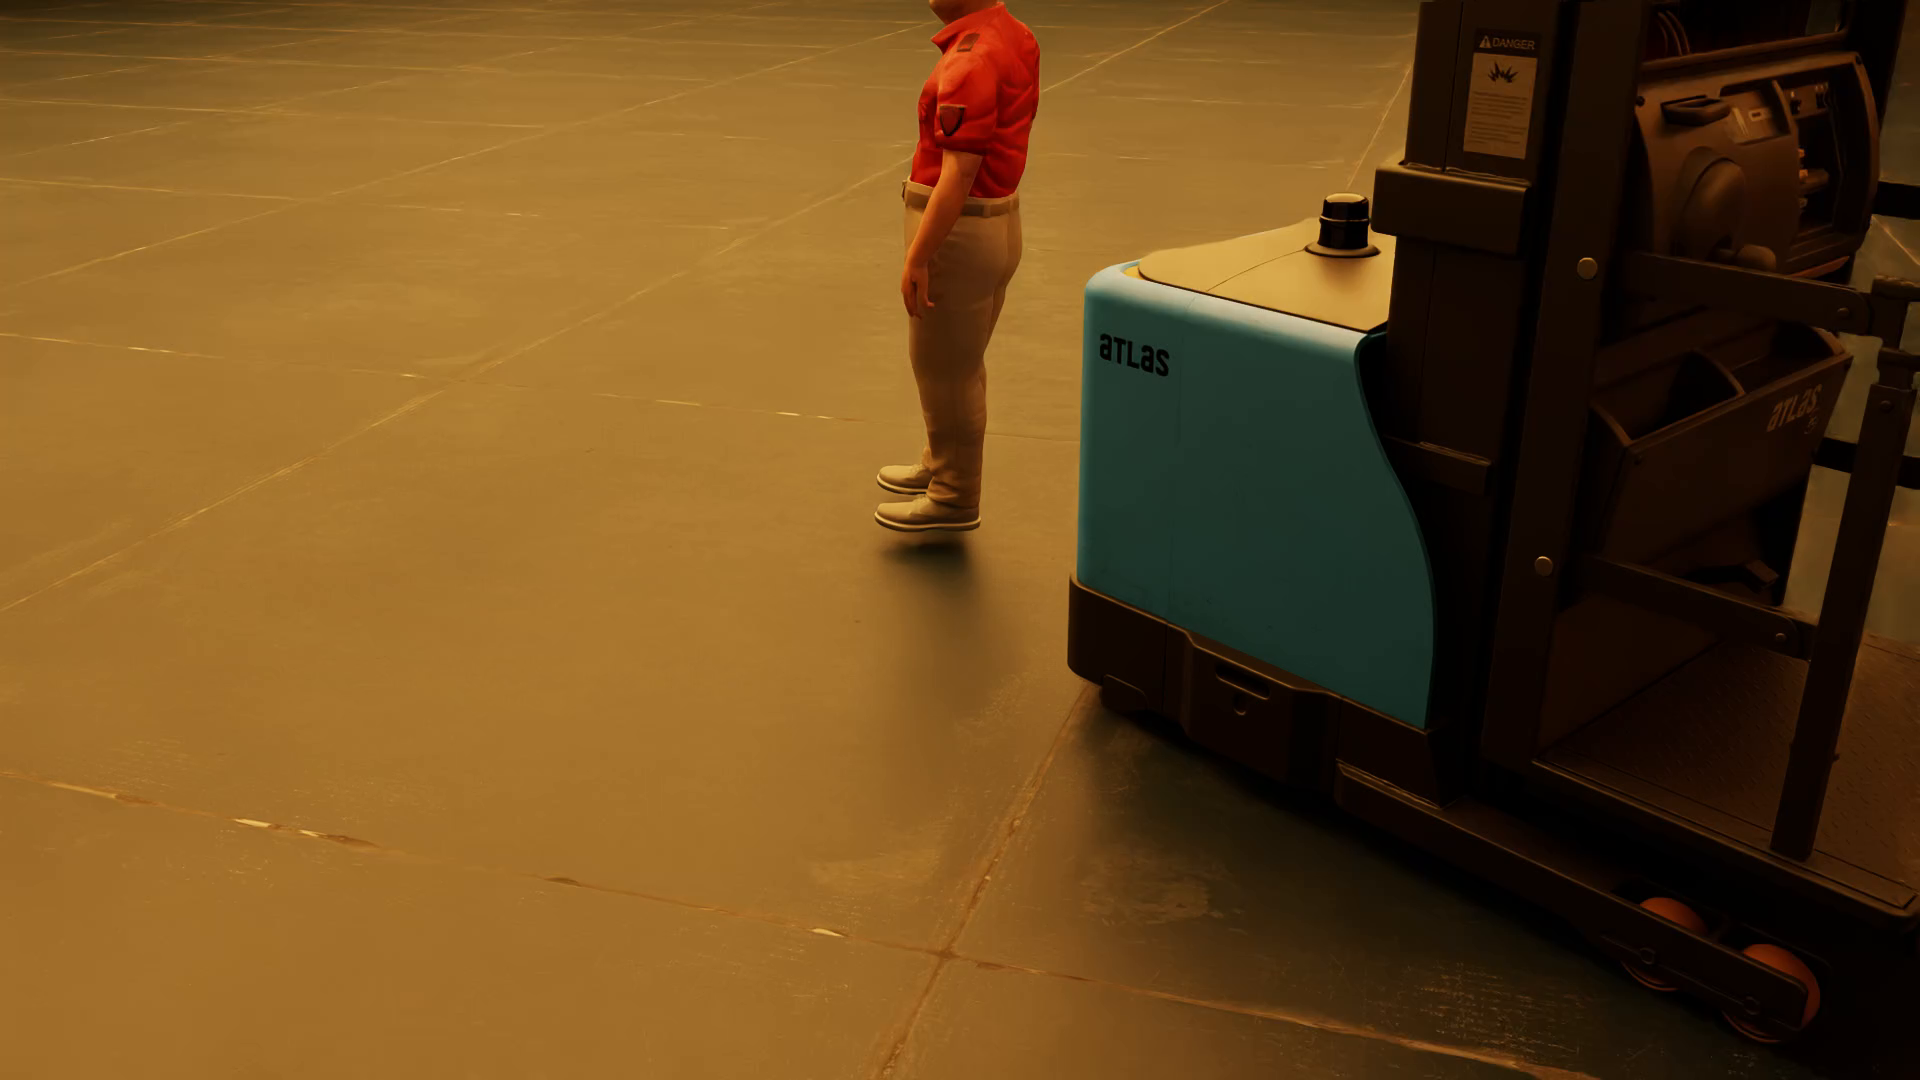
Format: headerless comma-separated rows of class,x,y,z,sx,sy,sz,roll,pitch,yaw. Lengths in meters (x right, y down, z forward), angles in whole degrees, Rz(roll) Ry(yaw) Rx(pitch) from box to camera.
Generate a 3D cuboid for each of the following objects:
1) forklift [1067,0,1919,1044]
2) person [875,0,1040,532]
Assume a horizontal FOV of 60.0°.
forklift,1.624,-0.682,2.932,1.130,2.935,3.031,-19,29,-38
person,-0.082,-0.857,4.808,0.551,1.728,0.640,7,23,16
